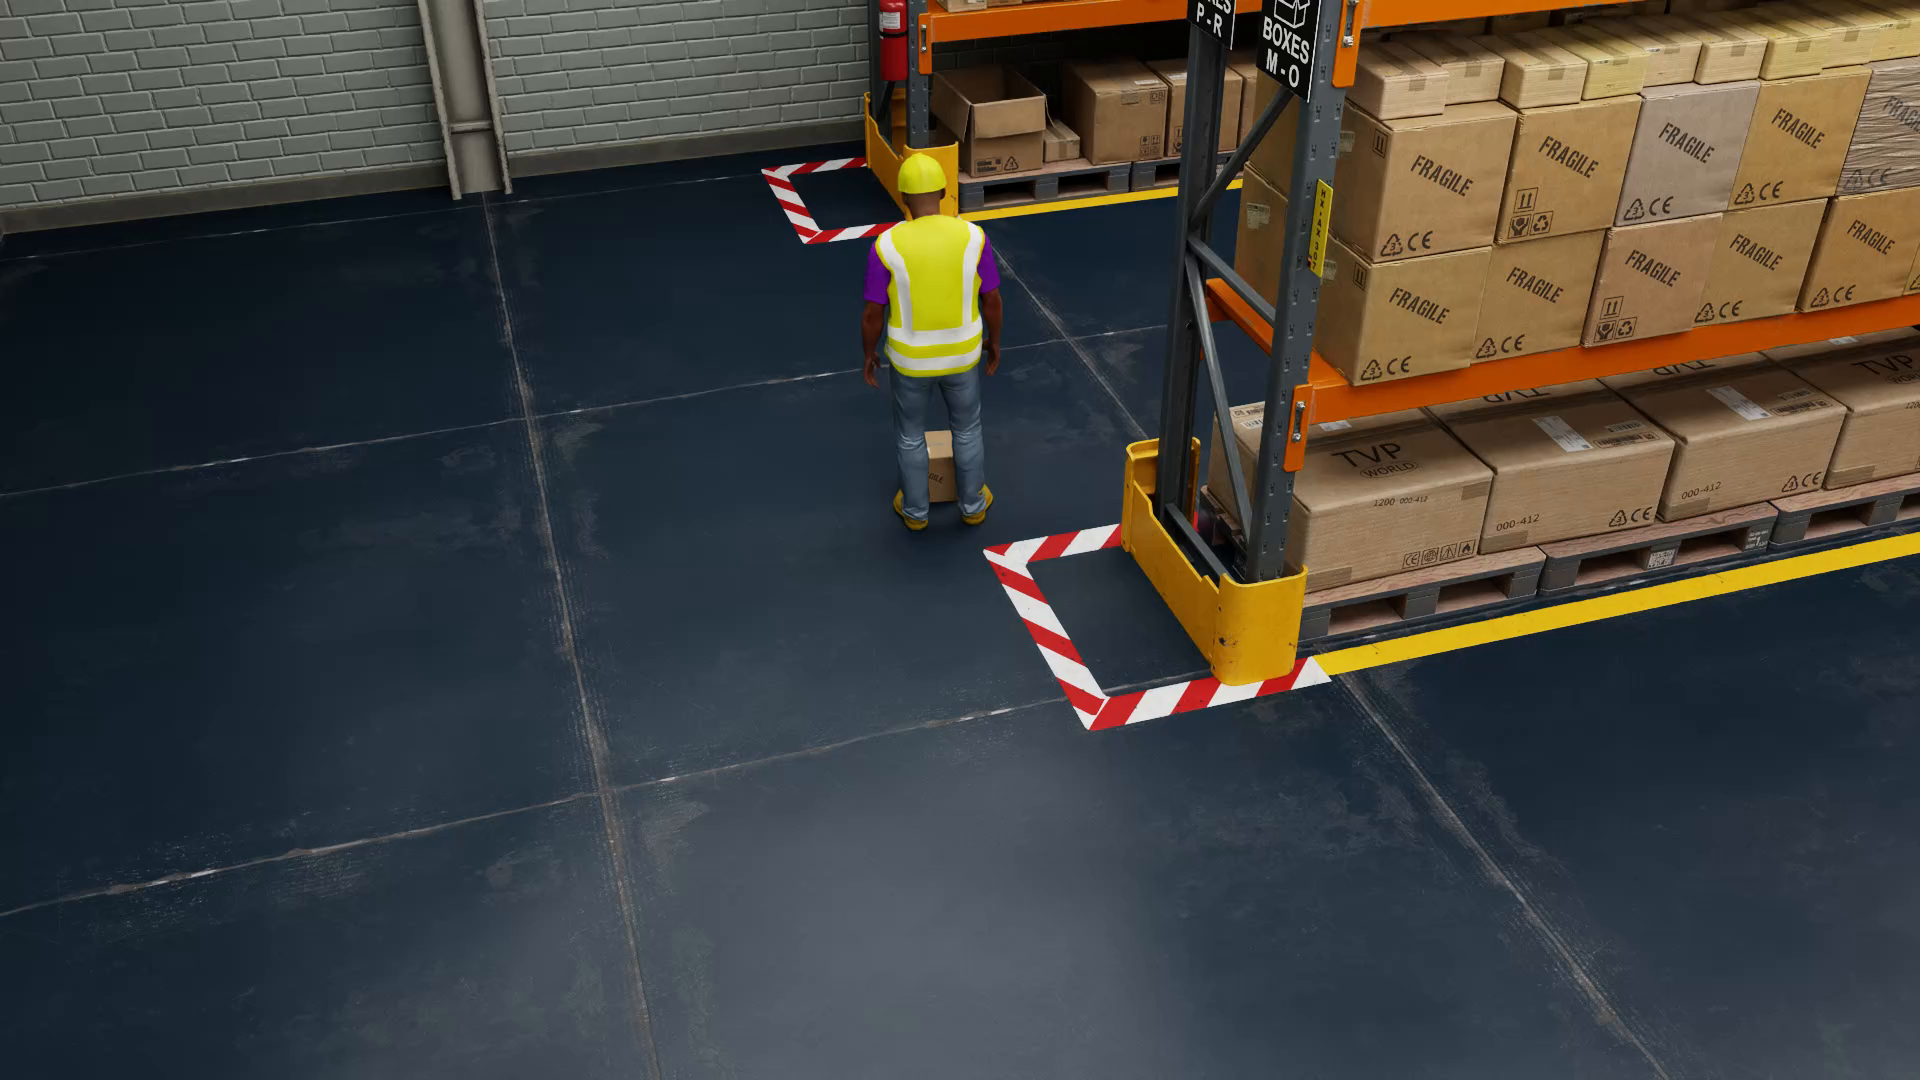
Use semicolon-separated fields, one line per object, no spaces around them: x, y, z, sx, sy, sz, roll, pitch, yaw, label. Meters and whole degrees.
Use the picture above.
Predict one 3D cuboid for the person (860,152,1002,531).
-0.127;-0.850;7.403;0.635;1.756;0.456;-5;34;-8;person
